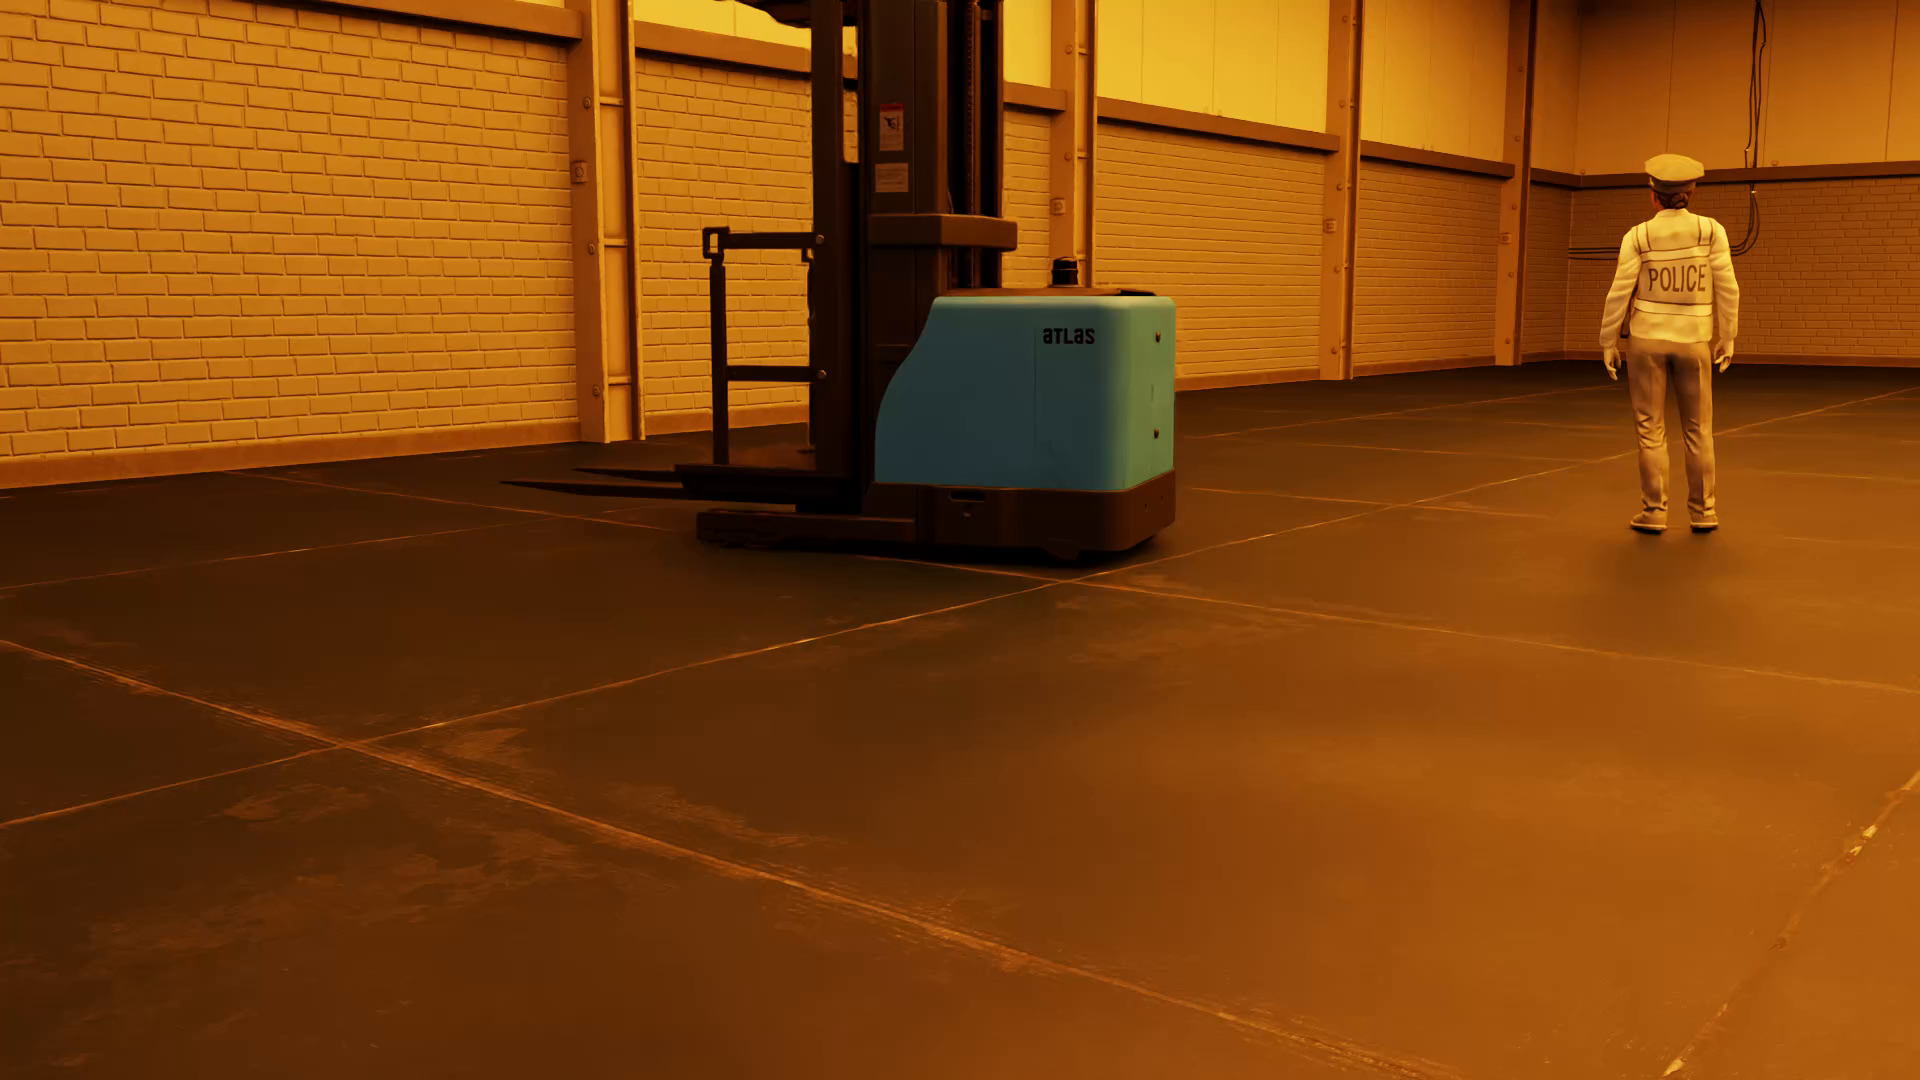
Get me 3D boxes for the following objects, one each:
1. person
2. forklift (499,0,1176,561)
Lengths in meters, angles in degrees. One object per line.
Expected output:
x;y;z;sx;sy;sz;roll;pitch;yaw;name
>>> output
3.216;-0.887;7.565;0.589;1.696;0.531;2;9;15;person
-0.609;-1.474;7.352;3.031;2.935;1.130;3;9;19;forklift
